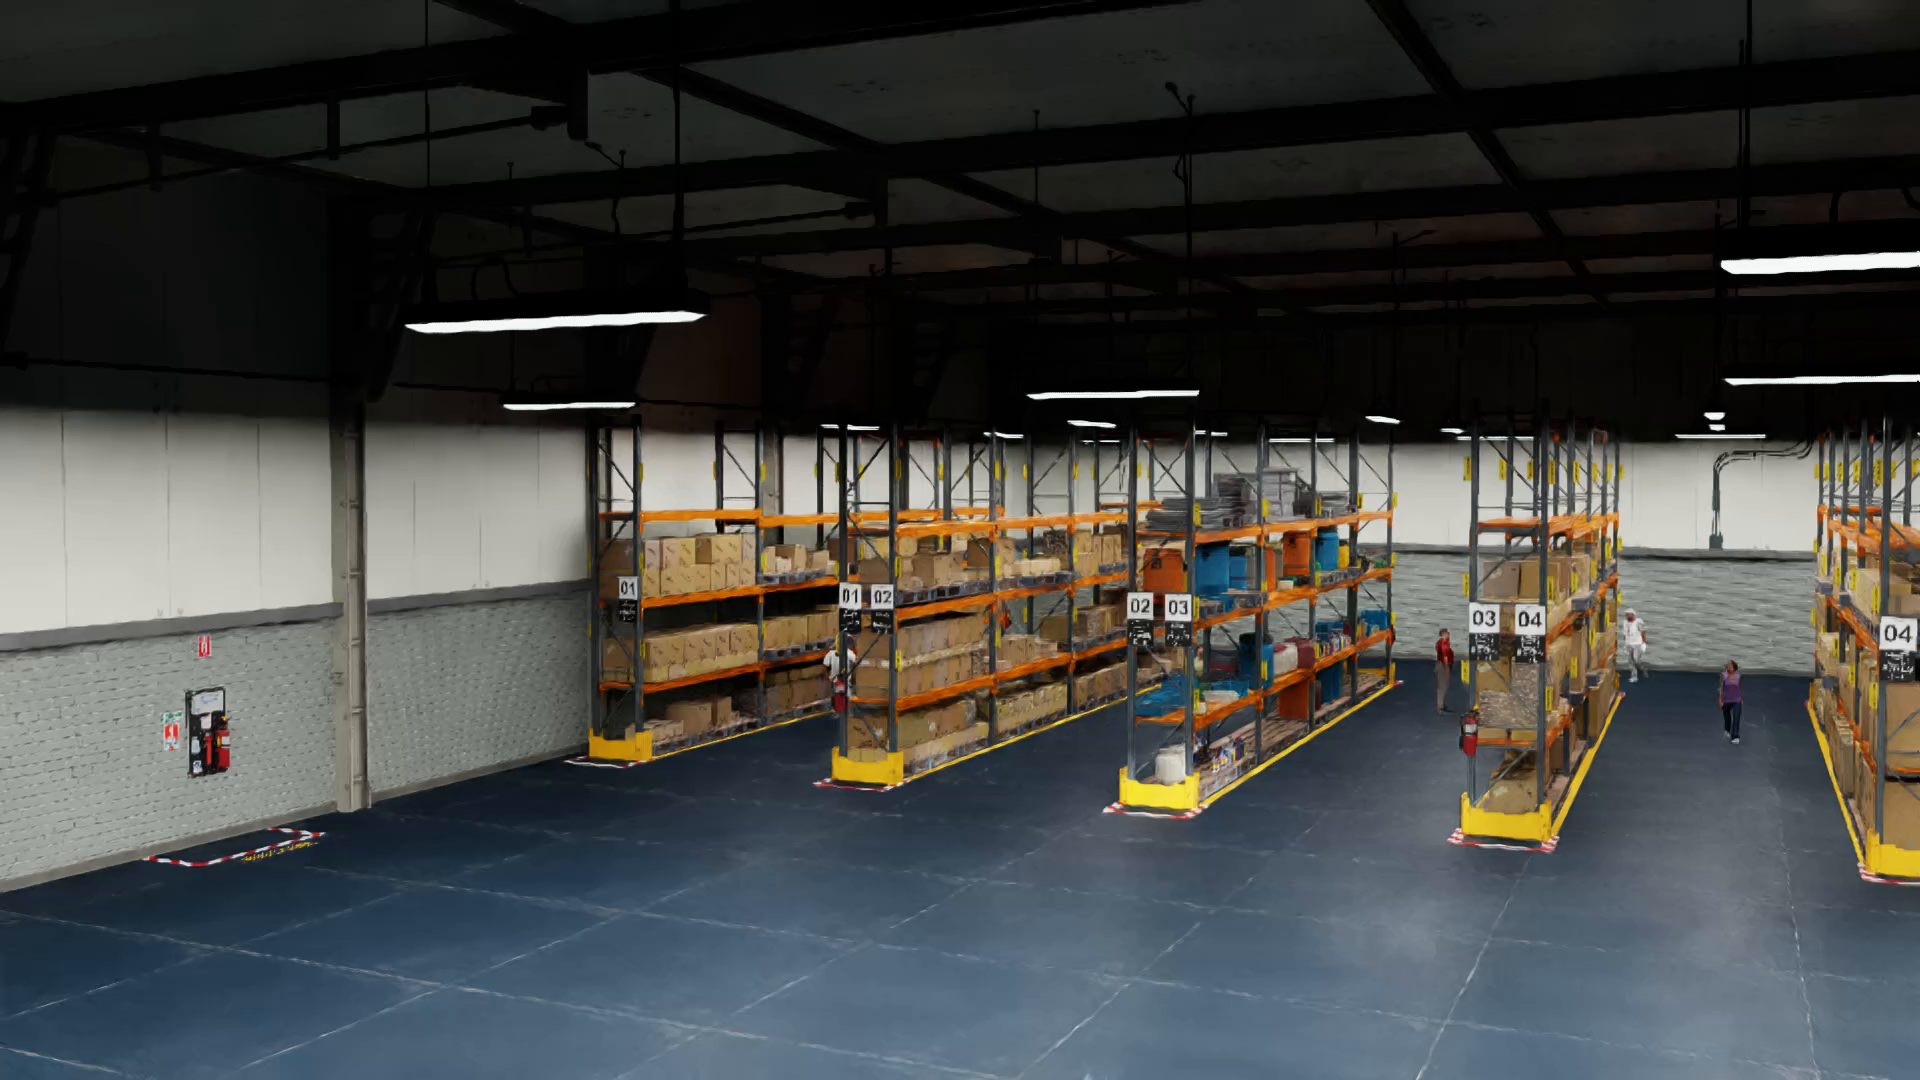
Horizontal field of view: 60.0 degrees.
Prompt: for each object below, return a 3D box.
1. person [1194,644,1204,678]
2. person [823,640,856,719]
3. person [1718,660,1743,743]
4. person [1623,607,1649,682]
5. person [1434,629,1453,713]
[{"bbox_3d":[4.784,2.839,32.838,0.446,1.591,1.110,1,3,23],"label":"person"},{"bbox_3d":[-2.379,2.779,33.261,0.710,1.703,0.836,0,2,8],"label":"person"},{"bbox_3d":[14.266,2.962,30.795,0.417,1.517,1.037,1,3,27],"label":"person"},{"bbox_3d":[16.095,2.490,39.614,0.574,1.778,0.603,-1,3,-29],"label":"person"},{"bbox_3d":[10.065,2.699,34.531,0.407,1.733,0.648,0,2,3],"label":"person"}]
